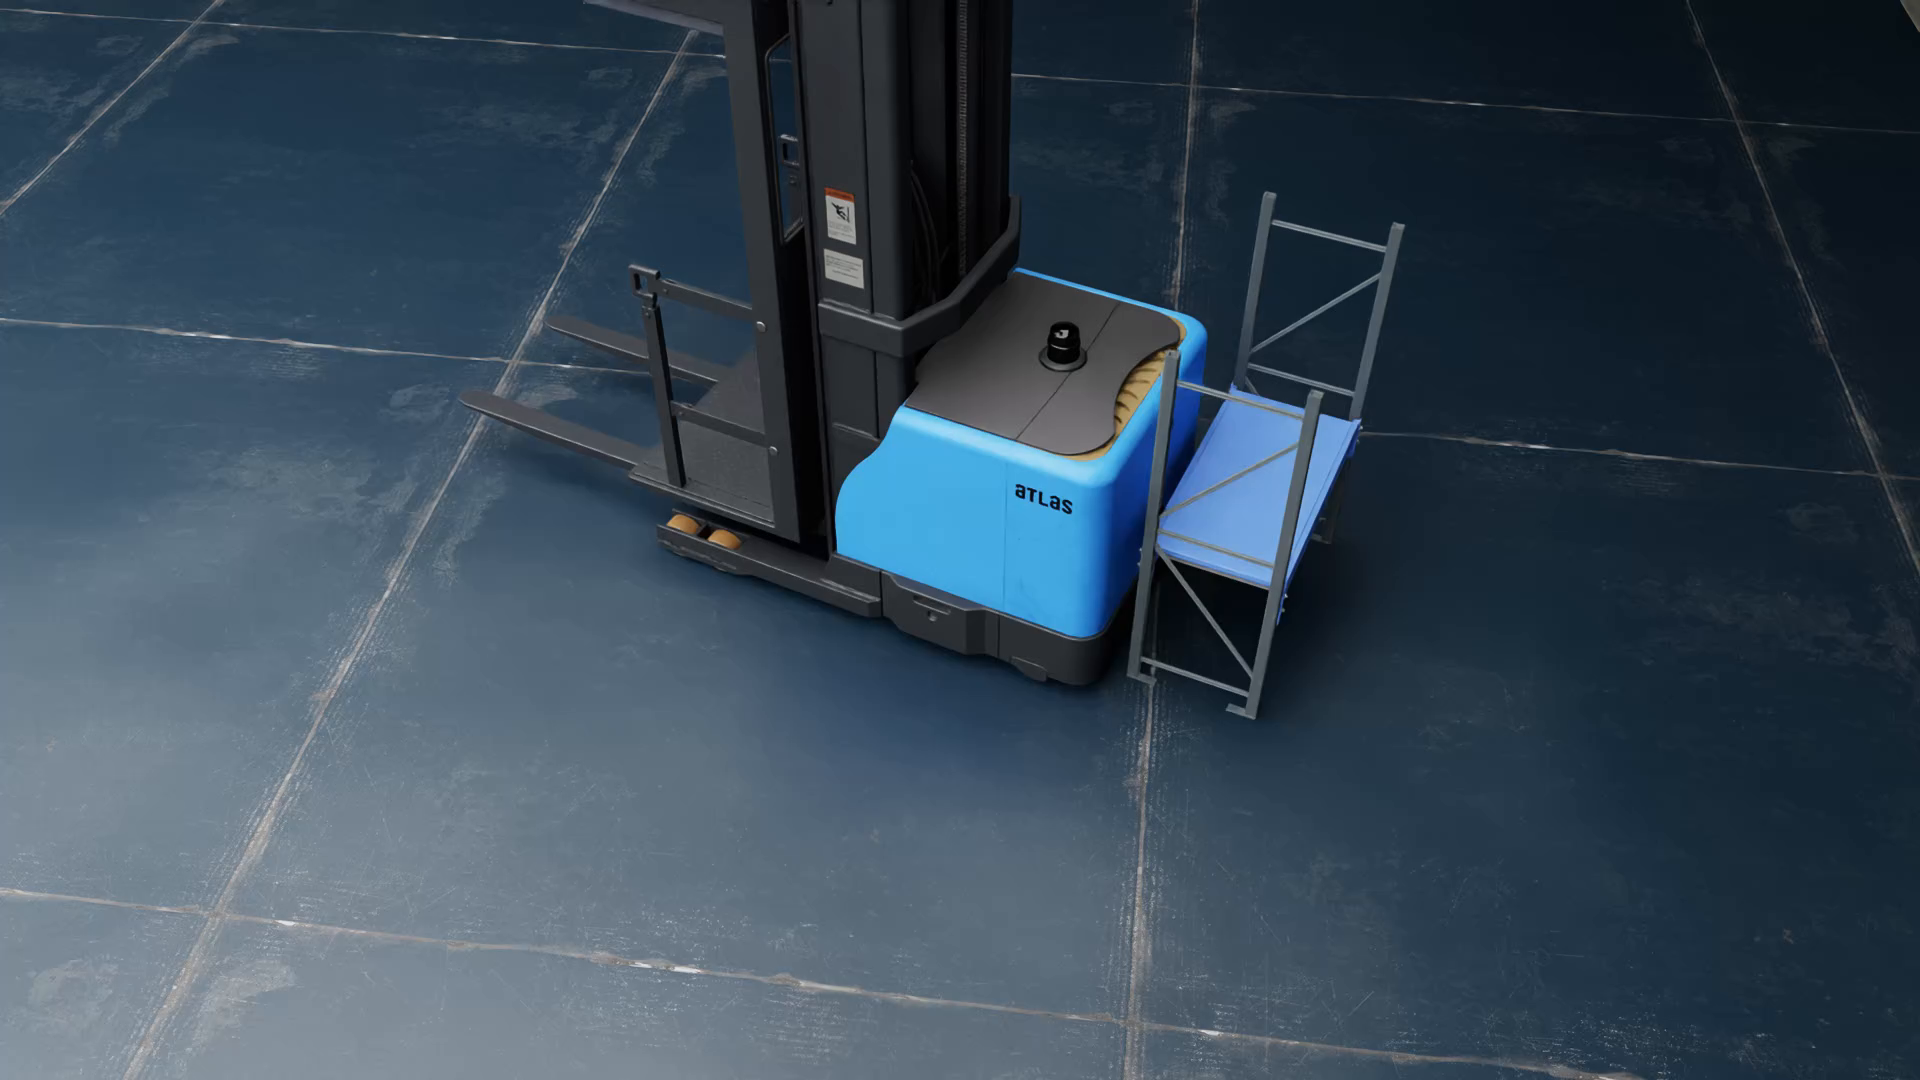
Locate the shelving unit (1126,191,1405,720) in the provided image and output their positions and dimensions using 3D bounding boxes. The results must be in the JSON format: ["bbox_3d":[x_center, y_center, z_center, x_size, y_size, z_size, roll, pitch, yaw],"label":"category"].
[{"bbox_3d":[1.076,-0.286,5.957,0.538,1.500,1.048,18,46,17],"label":"shelving unit"}]

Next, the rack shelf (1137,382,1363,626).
[{"bbox_3d":[1.074,-0.156,6.082,0.538,0.185,1.000,18,46,17],"label":"rack shelf"}]

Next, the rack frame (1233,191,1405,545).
[{"bbox_3d":[1.288,-0.604,6.292,0.500,1.500,0.032,18,46,17],"label":"rack frame"}]

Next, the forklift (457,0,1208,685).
[{"bbox_3d":[-0.637,-1.244,5.932,3.031,2.935,1.130,19,47,19],"label":"forklift"}]

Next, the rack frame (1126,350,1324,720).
[{"bbox_3d":[0.863,0.031,5.622,0.500,1.500,0.032,18,46,17],"label":"rack frame"}]
